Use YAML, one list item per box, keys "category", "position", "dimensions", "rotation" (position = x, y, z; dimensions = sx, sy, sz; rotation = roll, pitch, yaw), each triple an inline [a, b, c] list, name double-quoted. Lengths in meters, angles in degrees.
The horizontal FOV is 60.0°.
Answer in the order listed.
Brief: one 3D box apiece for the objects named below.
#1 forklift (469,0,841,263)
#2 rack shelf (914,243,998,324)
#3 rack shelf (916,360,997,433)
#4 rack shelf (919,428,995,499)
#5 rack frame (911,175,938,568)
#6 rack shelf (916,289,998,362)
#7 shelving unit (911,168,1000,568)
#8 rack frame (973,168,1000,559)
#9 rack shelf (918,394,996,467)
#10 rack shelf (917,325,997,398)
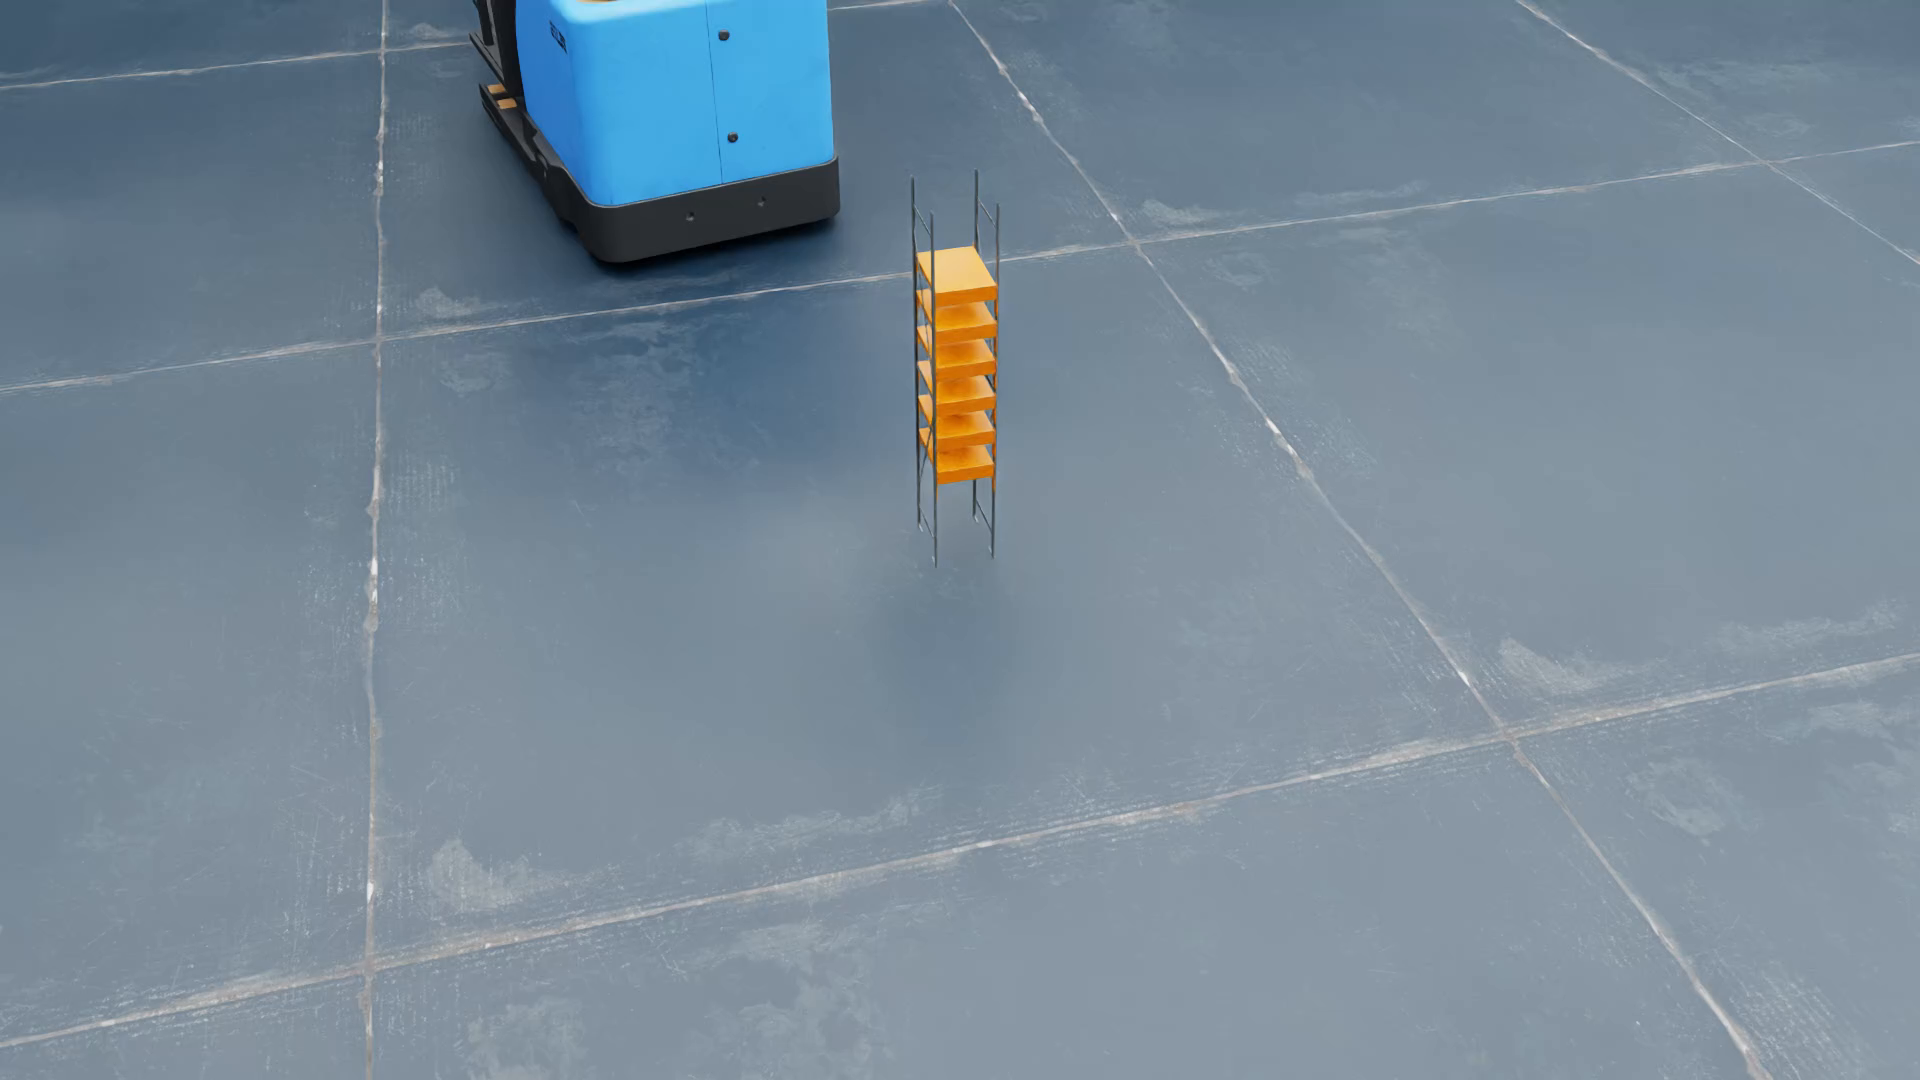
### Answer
- category: "forklift"
  position: [-1.601, -3.144, 6.947]
  dimensions: [1.130, 2.935, 3.031]
  rotation: [-17, 40, -21]
- category: "rack shelf"
  position: [-0.014, -0.725, 4.691]
  dimensions: [0.180, 0.103, 0.258]
  rotation: [-9, 38, -12]
- category: "rack shelf"
  position: [-0.014, -0.439, 4.909]
  dimensions: [0.180, 0.103, 0.258]
  rotation: [-9, 38, -12]
- category: "rack shelf"
  position: [-0.014, -0.248, 5.055]
  dimensions: [0.180, 0.103, 0.258]
  rotation: [-9, 38, -12]
- category: "rack frame"
  position: [-0.102, -0.460, 4.863]
  dimensions: [0.006, 1.200, 0.240]
  rotation: [-9, 38, -12]
- category: "rack shelf"
  position: [-0.014, -0.630, 4.764]
  dimensions: [0.180, 0.103, 0.258]
  rotation: [-9, 38, -12]
- category: "shelving unit"
  position: [-0.014, -0.474, 4.882]
  dimensions: [0.189, 1.200, 0.258]
  rotation: [-9, 38, -12]
- category: "rack frame"
  position: [0.074, -0.489, 4.901]
  dimensions: [0.006, 1.200, 0.240]
  rotation: [-9, 38, -12]
- category: "rack shelf"
  position: [-0.014, -0.344, 4.982]
  dimensions: [0.180, 0.103, 0.258]
  rotation: [-9, 38, -12]
- category: "rack shelf"
  position: [-0.014, -0.534, 4.837]
  dimensions: [0.180, 0.103, 0.258]
  rotation: [-9, 38, -12]
